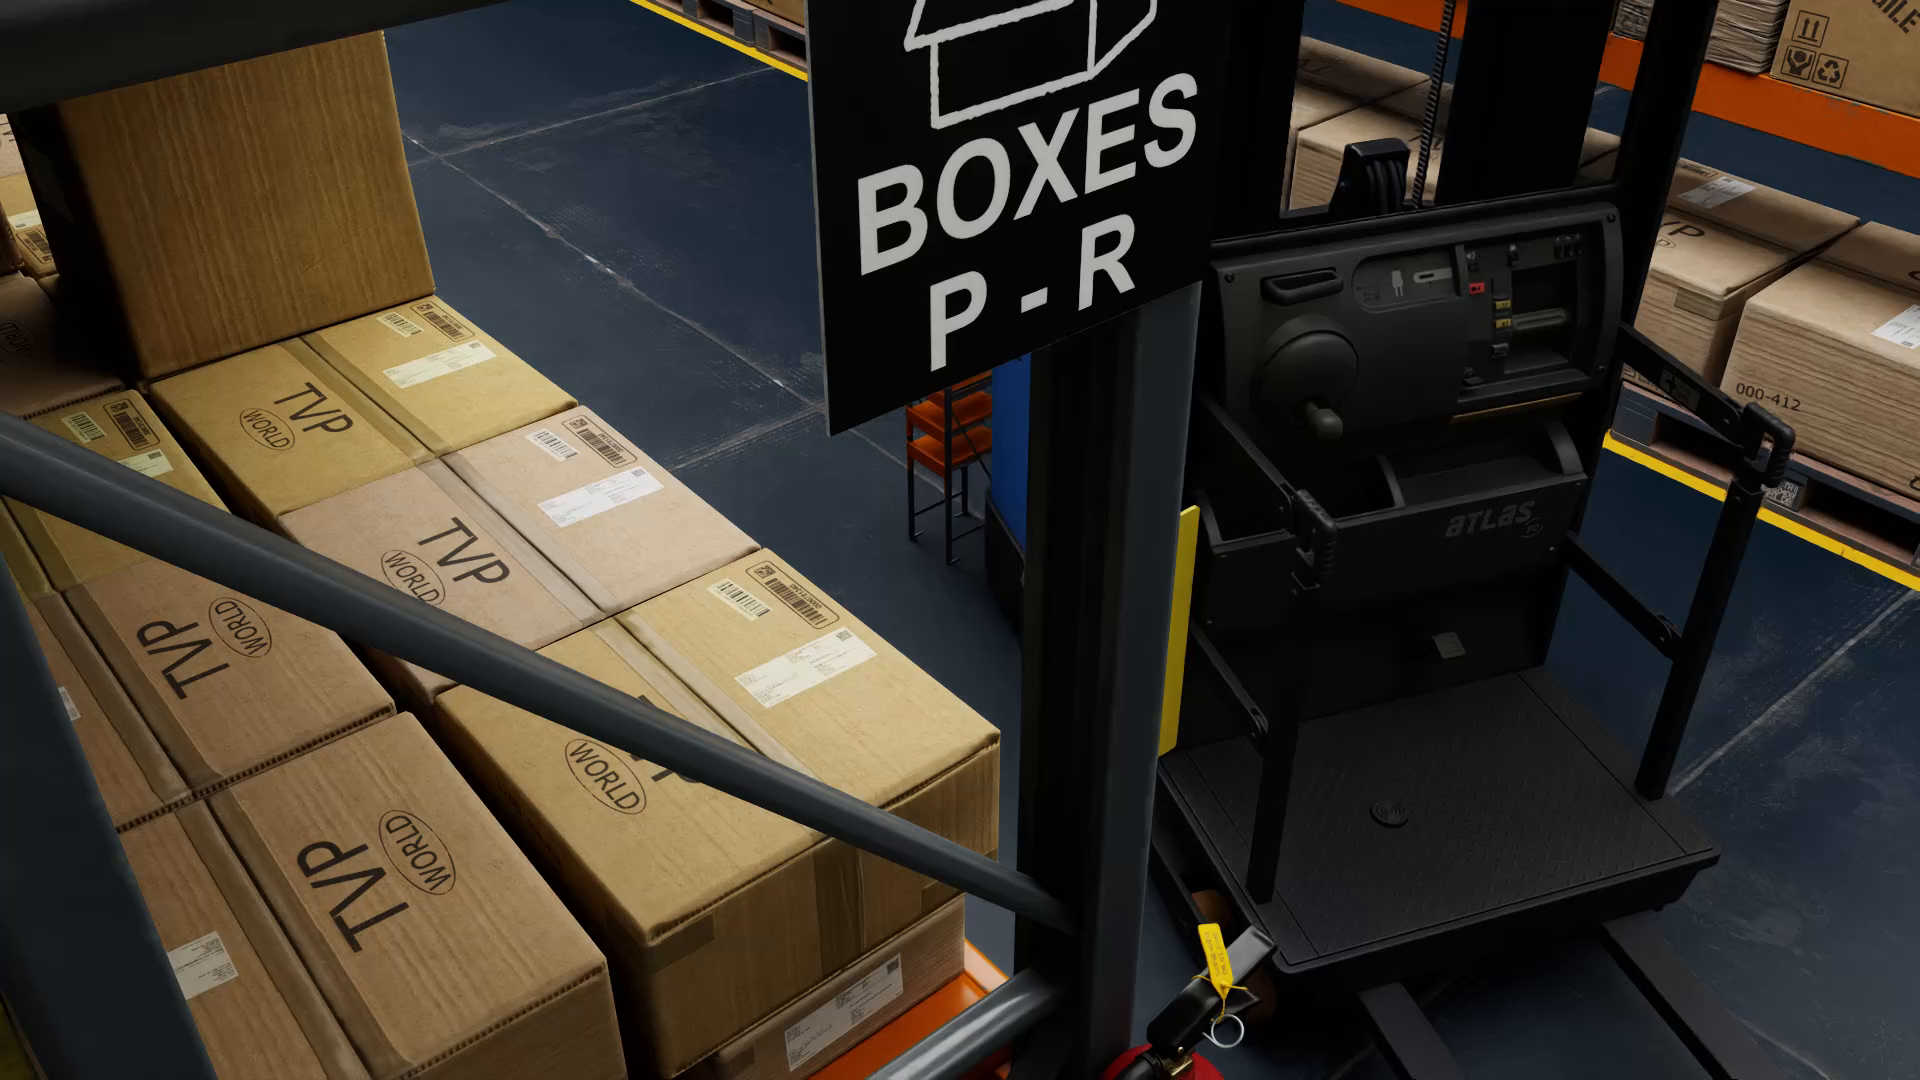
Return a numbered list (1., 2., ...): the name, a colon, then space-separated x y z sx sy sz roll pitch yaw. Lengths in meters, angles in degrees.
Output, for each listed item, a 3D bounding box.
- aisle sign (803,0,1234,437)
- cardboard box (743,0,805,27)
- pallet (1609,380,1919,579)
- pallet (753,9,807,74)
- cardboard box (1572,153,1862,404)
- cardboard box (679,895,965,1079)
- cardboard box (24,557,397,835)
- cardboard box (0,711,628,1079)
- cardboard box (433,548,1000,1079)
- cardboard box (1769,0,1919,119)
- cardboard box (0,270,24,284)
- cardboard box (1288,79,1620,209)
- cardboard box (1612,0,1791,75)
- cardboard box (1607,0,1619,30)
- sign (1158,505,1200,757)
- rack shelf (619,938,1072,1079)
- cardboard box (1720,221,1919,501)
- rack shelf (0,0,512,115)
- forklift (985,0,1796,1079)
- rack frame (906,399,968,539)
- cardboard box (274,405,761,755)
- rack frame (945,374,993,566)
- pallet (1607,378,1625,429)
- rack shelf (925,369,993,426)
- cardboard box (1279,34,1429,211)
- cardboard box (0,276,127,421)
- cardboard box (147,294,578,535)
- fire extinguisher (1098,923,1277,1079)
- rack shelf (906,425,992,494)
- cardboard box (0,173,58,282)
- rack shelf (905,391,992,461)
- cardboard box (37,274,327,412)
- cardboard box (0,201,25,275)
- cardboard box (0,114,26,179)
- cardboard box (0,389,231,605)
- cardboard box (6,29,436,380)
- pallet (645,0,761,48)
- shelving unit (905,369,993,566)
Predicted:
1. aisle sign: 0.056 -0.469 1.067 0.394 0.787 0.004 -26 43 -32
2. cardboard box: -0.631 -3.287 8.770 0.875 0.875 0.875 -25 43 -31
3. pallet: 3.001 -0.367 5.586 1.003 0.211 1.213 -26 43 -32
4. pallet: -0.351 -2.661 8.825 1.003 0.211 1.213 -26 43 -32
5. cardboard box: 2.478 -0.962 5.867 0.875 0.438 0.875 -25 42 -31
6. cardboard box: -0.215 0.526 2.129 0.380 0.149 0.250 -26 43 -32
7. cardboard box: -1.044 0.279 2.133 0.500 0.250 0.500 -26 43 -32
8. cardboard box: -0.712 0.507 1.811 0.500 0.250 0.500 -25 42 -31
9. cardboard box: -0.299 0.310 2.089 0.500 0.250 0.500 -26 43 -32
10. cardboard box: 2.751 -1.564 4.776 0.500 0.500 0.500 -27 43 -33
11. cardboard box: -2.020 -0.388 3.075 0.500 0.250 0.500 -25 42 -31
12. cardboard box: 1.897 -1.361 6.430 0.875 0.438 0.875 -27 44 -33
13. cardboard box: 2.412 -1.787 5.092 0.500 0.500 0.500 -25 42 -31
14. cardboard box: 2.069 -2.010 5.407 0.500 0.500 0.500 -25 42 -30
15. sign: 0.202 0.116 1.742 0.100 0.325 0.005 -26 43 -32
16. rack shelf: -1.503 0.082 3.161 1.077 0.370 4.000 -26 43 -32
17. cardboard box: 3.075 -0.561 5.301 0.875 0.438 0.875 -28 44 -33
18. rack shelf: -1.503 -1.142 2.294 1.077 0.370 4.000 -26 43 -32
19. forklift: 1.023 -0.379 3.249 1.130 2.935 3.031 -11 37 -15
20. rack frame: -0.068 -0.536 4.969 0.240 1.200 0.006 -26 43 -32
21. cardboard box: -0.625 0.088 2.403 0.500 0.250 0.500 -26 43 -31
22. rack frame: 0.050 -0.456 4.855 0.240 1.200 0.006 -26 43 -32
23. pallet: 2.218 -0.906 6.346 1.003 0.211 1.213 -26 43 -32
24. rack shelf: -0.009 -0.460 4.938 0.258 0.103 0.180 -26 43 -32
25. cardboard box: 1.319 -1.756 6.988 0.875 0.438 0.875 -27 43 -32
26. cardboard box: -1.697 -0.172 2.770 0.500 0.250 0.500 -26 43 -32
27. cardboard box: -0.954 -0.135 2.717 0.500 0.250 0.500 -27 43 -33
28. fire extinguisher: 0.236 0.748 1.988 0.296 0.674 0.183 -26 43 -32
29. rack shelf: -0.009 -0.264 5.077 0.258 0.103 0.180 -26 43 -32
30. cardboard box: -1.632 -0.580 3.346 0.500 0.250 0.500 -26 43 -32
31. rack shelf: -0.009 -0.362 5.007 0.258 0.103 0.180 -26 43 -32
32. cardboard box: -1.301 -0.352 3.025 0.500 0.250 0.500 -27 43 -33
33. cardboard box: -2.036 -0.704 2.872 0.500 0.500 0.500 -27 44 -33
34. cardboard box: -1.944 -0.805 3.664 0.500 0.250 0.500 -26 43 -32
35. cardboard box: -1.360 0.059 2.444 0.500 0.250 0.500 -25 42 -30
36. cardboard box: -1.268 -0.658 2.807 0.500 0.500 0.500 -25 42 -31
37. pallet: -1.134 -3.199 9.585 1.003 0.211 1.213 -26 43 -32
38. shelving unit: -0.009 -0.496 4.912 0.258 1.200 0.189 -26 43 -32
